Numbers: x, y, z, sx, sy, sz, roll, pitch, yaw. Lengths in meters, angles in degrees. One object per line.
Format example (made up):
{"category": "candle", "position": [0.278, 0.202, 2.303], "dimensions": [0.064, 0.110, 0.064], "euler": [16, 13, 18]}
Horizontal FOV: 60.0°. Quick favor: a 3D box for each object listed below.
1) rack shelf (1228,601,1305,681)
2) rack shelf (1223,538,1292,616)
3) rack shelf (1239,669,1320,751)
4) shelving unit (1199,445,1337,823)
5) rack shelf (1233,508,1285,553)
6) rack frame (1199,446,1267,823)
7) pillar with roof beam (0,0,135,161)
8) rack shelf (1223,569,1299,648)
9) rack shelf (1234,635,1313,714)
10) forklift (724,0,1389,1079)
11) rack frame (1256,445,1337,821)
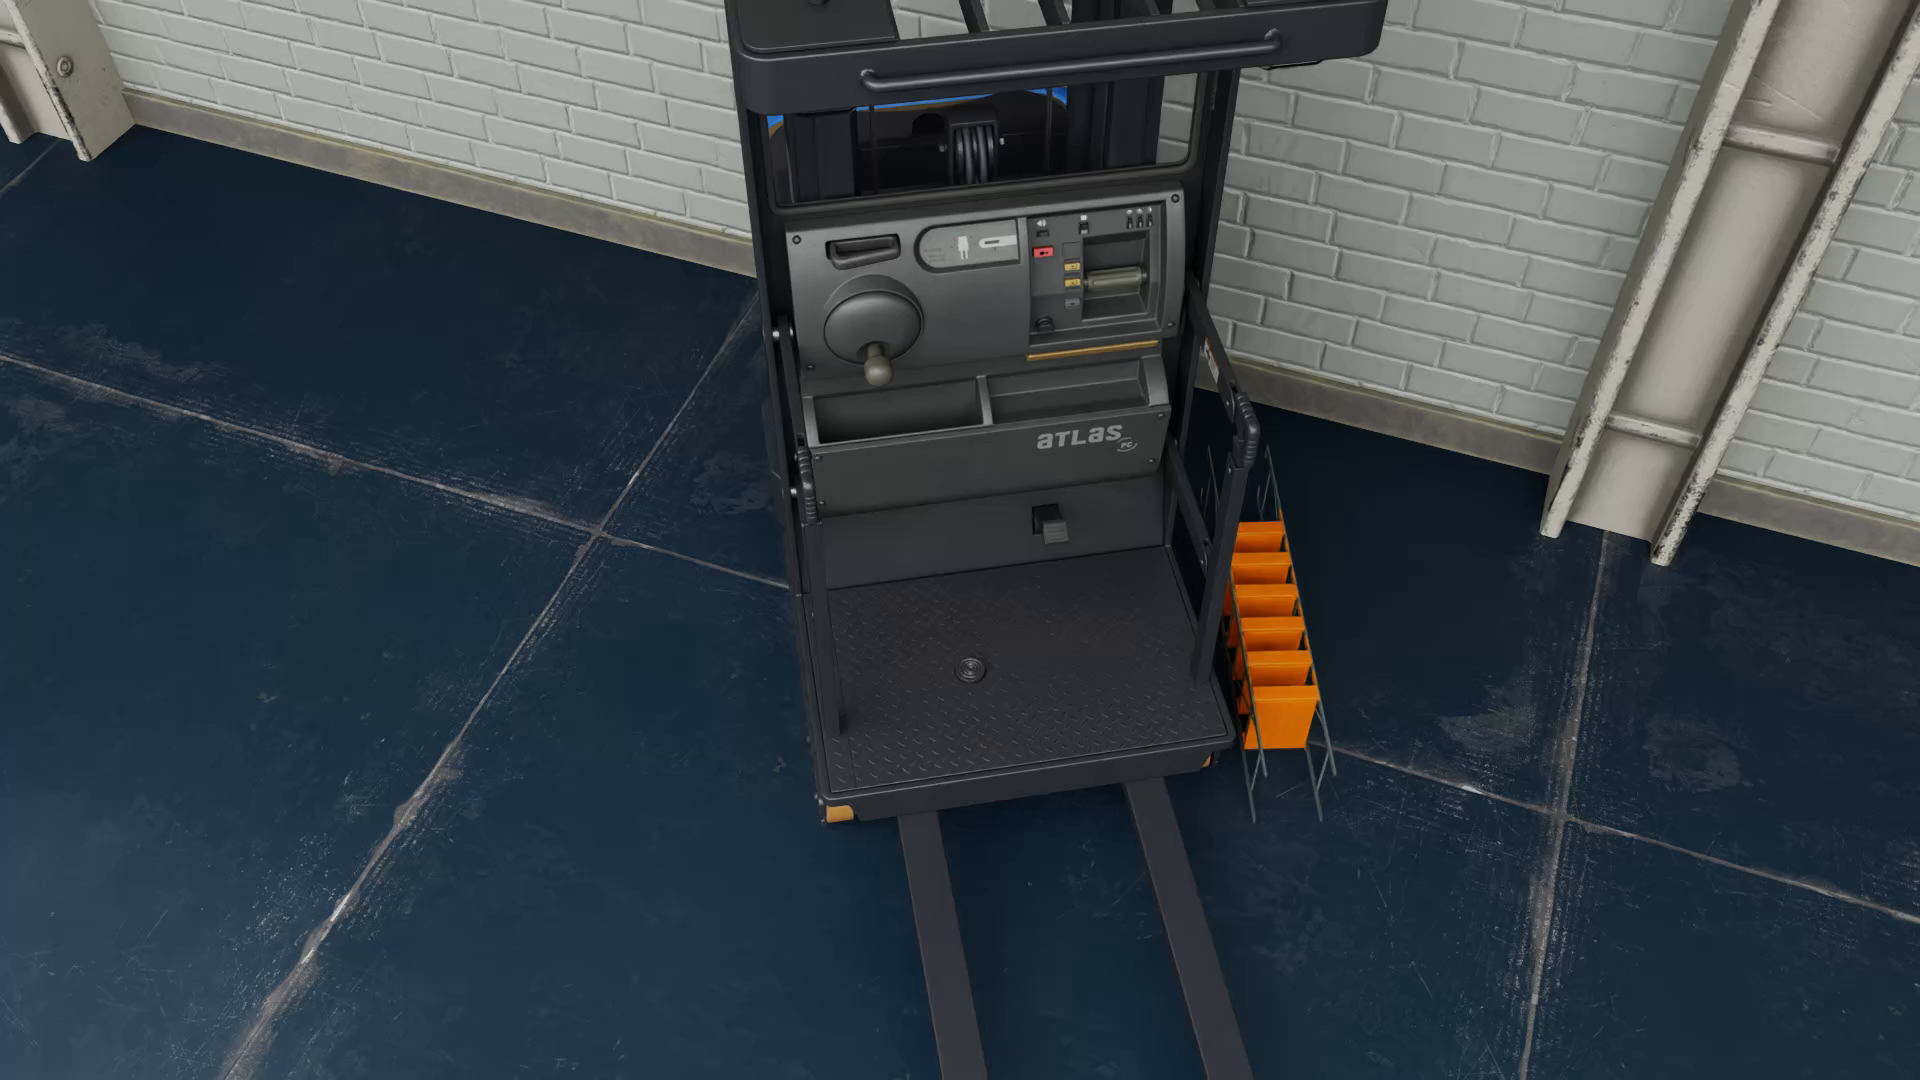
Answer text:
{"category": "rack shelf", "position": [0.880, 0.297, 4.798], "dimensions": [0.180, 0.258, 0.103], "euler": [-1, 49, -1]}
{"category": "rack shelf", "position": [0.873, 0.115, 4.955], "dimensions": [0.180, 0.258, 0.103], "euler": [-1, 49, -1]}
{"category": "rack shelf", "position": [0.887, 0.478, 4.641], "dimensions": [0.180, 0.258, 0.103], "euler": [-1, 49, -1]}
{"category": "shelving unit", "position": [0.878, 0.240, 4.848], "dimensions": [0.189, 0.258, 1.200], "euler": [-1, 49, -1]}
{"category": "rack shelf", "position": [0.870, 0.025, 5.034], "dimensions": [0.180, 0.258, 0.103], "euler": [-1, 49, -1]}
{"category": "rack frame", "position": [0.786, 0.242, 4.846], "dimensions": [0.006, 0.240, 1.200], "euler": [-1, 49, -1]}
{"category": "pillar with roof beam", "position": [-5.046, -1.544, 0.633], "dimensions": [0.400, 9.000, 9.100], "euler": [16, 51, 13]}
{"category": "rack shelf", "position": [0.877, 0.206, 4.877], "dimensions": [0.180, 0.258, 0.103], "euler": [-1, 49, -1]}
{"category": "rack shelf", "position": [0.884, 0.387, 4.720], "dimensions": [0.180, 0.258, 0.103], "euler": [-1, 49, -1]}
{"category": "forklift", "position": [0.108, -0.491, 3.736], "dimensions": [1.130, 2.935, 3.031], "euler": [-7, 50, -6]}
{"category": "rack frame", "position": [0.969, 0.238, 4.849], "dimensions": [0.006, 0.240, 1.200], "euler": [-1, 49, -1]}
